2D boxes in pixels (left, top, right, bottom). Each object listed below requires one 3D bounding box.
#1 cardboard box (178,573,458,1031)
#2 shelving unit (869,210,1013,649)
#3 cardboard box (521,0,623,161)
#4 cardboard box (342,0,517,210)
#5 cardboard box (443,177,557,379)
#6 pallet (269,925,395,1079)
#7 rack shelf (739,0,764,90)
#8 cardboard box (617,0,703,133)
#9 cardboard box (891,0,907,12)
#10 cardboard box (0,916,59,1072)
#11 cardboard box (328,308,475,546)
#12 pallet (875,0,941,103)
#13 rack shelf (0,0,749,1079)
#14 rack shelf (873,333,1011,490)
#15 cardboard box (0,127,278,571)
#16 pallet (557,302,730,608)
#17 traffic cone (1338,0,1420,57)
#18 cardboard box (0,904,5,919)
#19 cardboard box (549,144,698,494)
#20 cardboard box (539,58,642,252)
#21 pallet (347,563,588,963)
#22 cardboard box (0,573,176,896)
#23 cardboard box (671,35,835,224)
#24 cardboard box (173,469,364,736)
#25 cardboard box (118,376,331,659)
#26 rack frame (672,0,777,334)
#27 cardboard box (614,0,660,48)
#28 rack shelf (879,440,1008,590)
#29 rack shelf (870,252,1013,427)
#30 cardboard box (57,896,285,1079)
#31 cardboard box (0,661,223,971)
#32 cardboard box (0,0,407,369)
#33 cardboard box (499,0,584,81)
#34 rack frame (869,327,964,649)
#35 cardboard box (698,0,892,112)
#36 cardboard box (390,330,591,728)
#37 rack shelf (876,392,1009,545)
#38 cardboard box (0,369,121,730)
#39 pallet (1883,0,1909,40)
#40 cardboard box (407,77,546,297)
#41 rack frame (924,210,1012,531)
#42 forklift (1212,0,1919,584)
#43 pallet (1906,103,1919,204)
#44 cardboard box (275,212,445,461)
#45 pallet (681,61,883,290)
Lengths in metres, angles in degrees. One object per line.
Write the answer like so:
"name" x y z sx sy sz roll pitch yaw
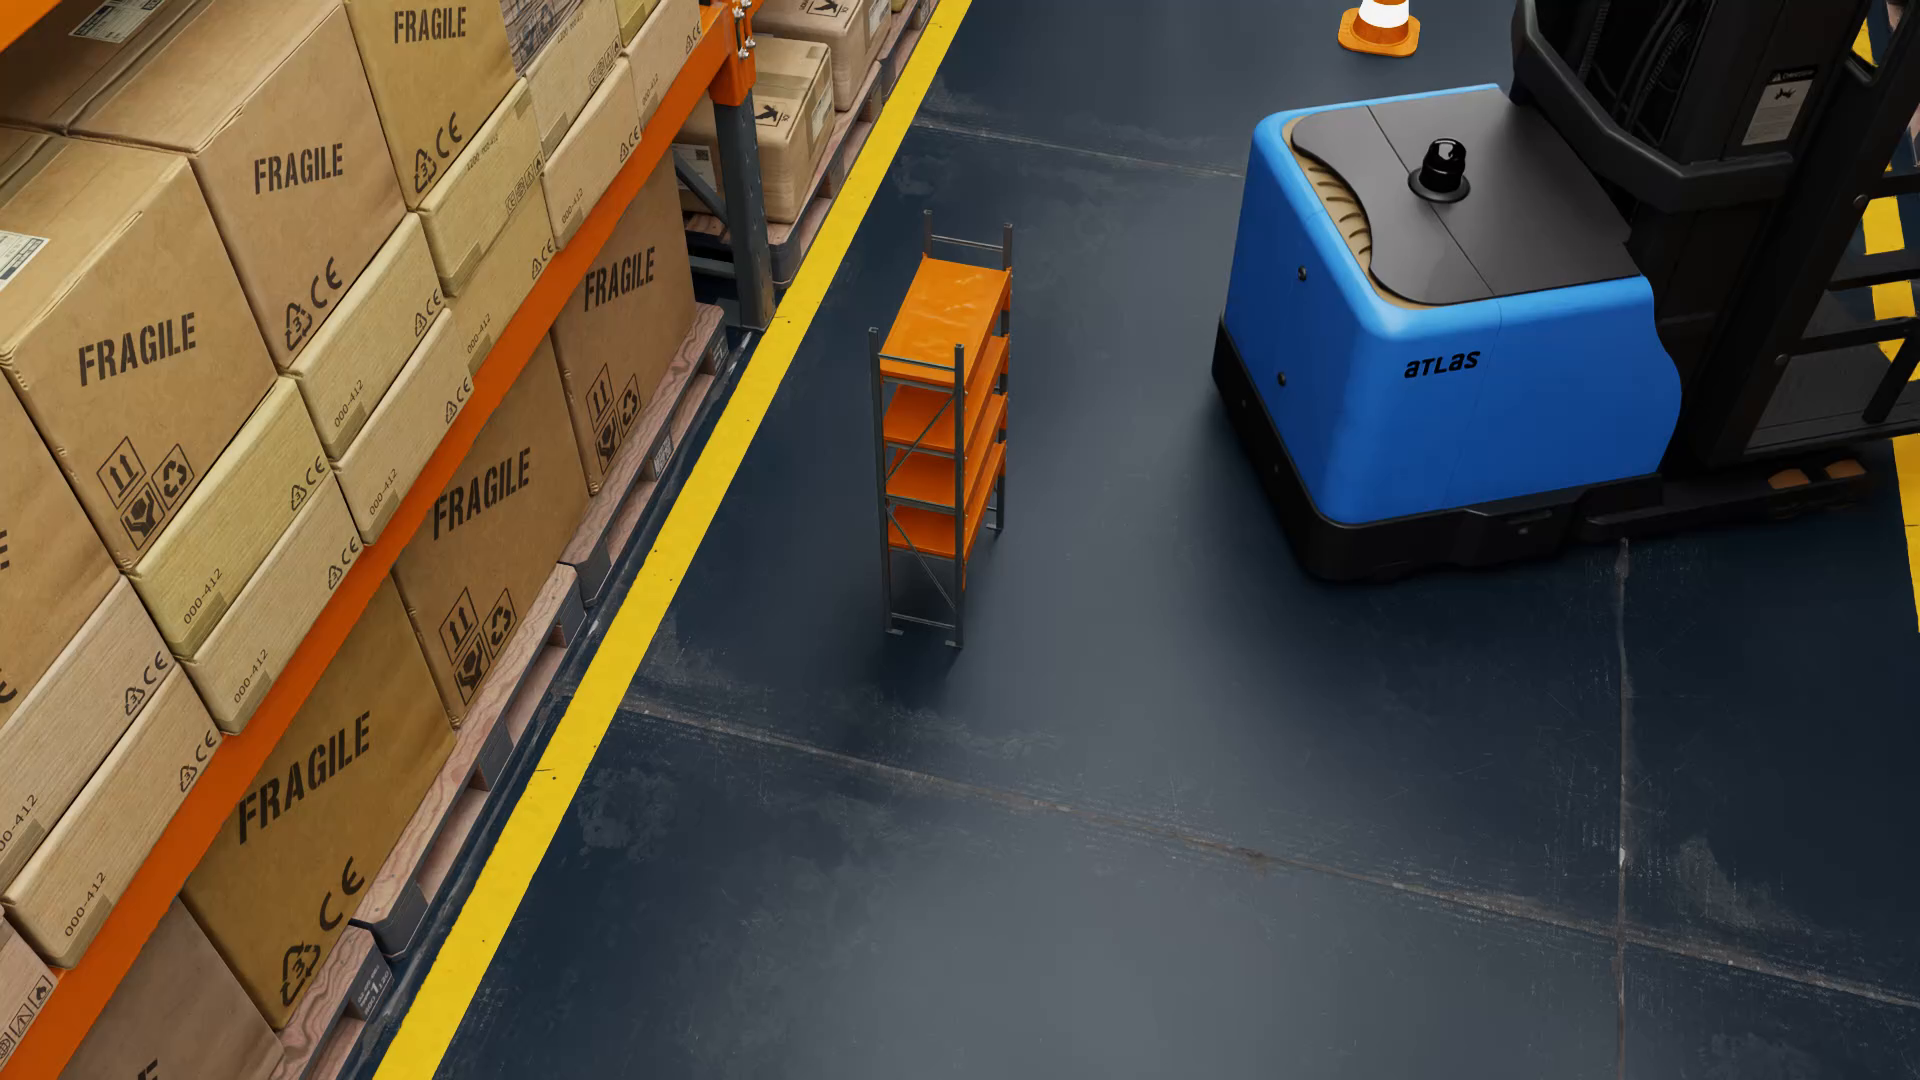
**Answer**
"cardboard box" -1.894 0.472 3.970 0.875 0.875 0.875 13 50 11
"shelving unit" -0.044 -0.277 4.694 0.258 1.200 0.503 12 50 10
"cardboard box" -1.171 -1.210 4.084 0.500 0.250 0.500 10 49 9
"cardboard box" -1.305 -1.074 3.464 0.500 0.500 0.500 12 50 10
"cardboard box" -1.307 -0.666 3.937 0.500 0.250 0.500 11 50 10
"pallet" -2.080 1.377 3.894 1.003 0.211 1.213 12 50 10
"rack shelf" -0.631 -3.075 6.443 1.077 0.370 4.000 12 50 10
"cardboard box" -1.040 -1.400 4.585 0.500 0.250 0.500 10 49 9
"cardboard box" -0.607 -2.625 7.039 0.950 0.372 0.625 13 50 11
"cardboard box" -1.840 0.810 2.634 0.500 0.250 0.500 11 49 9
"cardboard box" -1.414 -0.292 3.607 0.500 0.250 0.500 11 49 9
"pallet" -0.627 -2.388 7.217 1.003 0.211 1.213 12 50 10
"rack shelf" -1.684 -0.182 3.889 1.077 0.370 4.000 12 50 10
"rack shelf" -0.044 -0.381 4.577 0.258 0.148 0.480 12 50 10
"cardboard box" -1.575 -0.334 2.811 0.500 0.500 0.500 10 49 9
"pallet" -1.437 -0.388 5.452 1.003 0.211 1.213 12 50 10
"traffic cone" 1.808 -2.340 7.006 0.336 0.463 0.334 12 50 10
"cardboard box" -1.822 0.649 2.444 0.500 0.250 0.500 10 49 9
"cardboard box" -1.419 -0.819 5.109 0.875 0.875 0.875 11 50 10
"cardboard box" -1.159 -1.027 4.256 0.500 0.250 0.500 12 50 11
"pallet" -1.761 0.491 4.675 1.003 0.211 1.213 12 50 10
"cardboard box" -1.712 0.266 2.781 0.500 0.250 0.500 12 50 11
"cardboard box" -0.999 -1.542 6.083 0.950 0.372 0.625 9 49 7
"cardboard box" -1.555 0.068 3.289 0.500 0.250 0.500 11 50 10
"cardboard box" -1.554 -0.094 3.099 0.500 0.250 0.500 12 50 11
"rack frame" -1.157 -1.866 4.897 1.000 3.000 0.127 12 50 10
"cardboard box" -1.040 -1.582 4.412 0.500 0.250 0.500 11 50 10
"rack shelf" -0.044 -0.101 4.894 0.258 0.148 0.480 12 50 10
"rack shelf" -0.044 -0.537 4.400 0.258 0.148 0.480 12 50 10
"cardboard box" -2.124 1.127 3.392 0.875 0.875 0.875 13 50 11
"cardboard box" -1.705 0.436 2.965 0.500 0.250 0.500 10 49 9
"cardboard box" -1.445 -0.709 3.142 0.500 0.500 0.500 11 49 9
"cardboard box" -1.168 -1.432 3.780 0.500 0.500 0.500 12 50 11
"rack frame" -0.108 -0.101 4.539 0.240 1.200 0.015 12 50 10
"cardboard box" -0.812 -2.078 6.556 0.950 0.372 0.625 11 49 9
"cardboard box" -1.658 -0.175 4.541 0.875 0.875 0.875 12 50 10
"rack shelf" -0.044 -0.233 4.745 0.258 0.148 0.480 12 50 10
"cardboard box" -1.710 0.028 2.491 0.500 0.500 0.500 11 50 10
"pallet" 4.567 -2.360 7.192 1.003 0.211 1.213 12 50 10
"cardboard box" -1.286 -0.836 3.754 0.500 0.250 0.500 10 49 9
"rack frame" 0.021 -0.454 4.850 0.240 1.200 0.015 12 50 10
"forklift" 2.428 -1.416 4.545 3.031 2.935 1.130 -10 49 -8
"pallet" 4.248 -1.475 6.411 1.003 0.211 1.213 12 50 10
"cardboard box" -1.422 -0.460 3.422 0.500 0.250 0.500 10 49 9
"pallet" -0.950 -1.509 6.441 1.003 0.211 1.213 12 50 10
